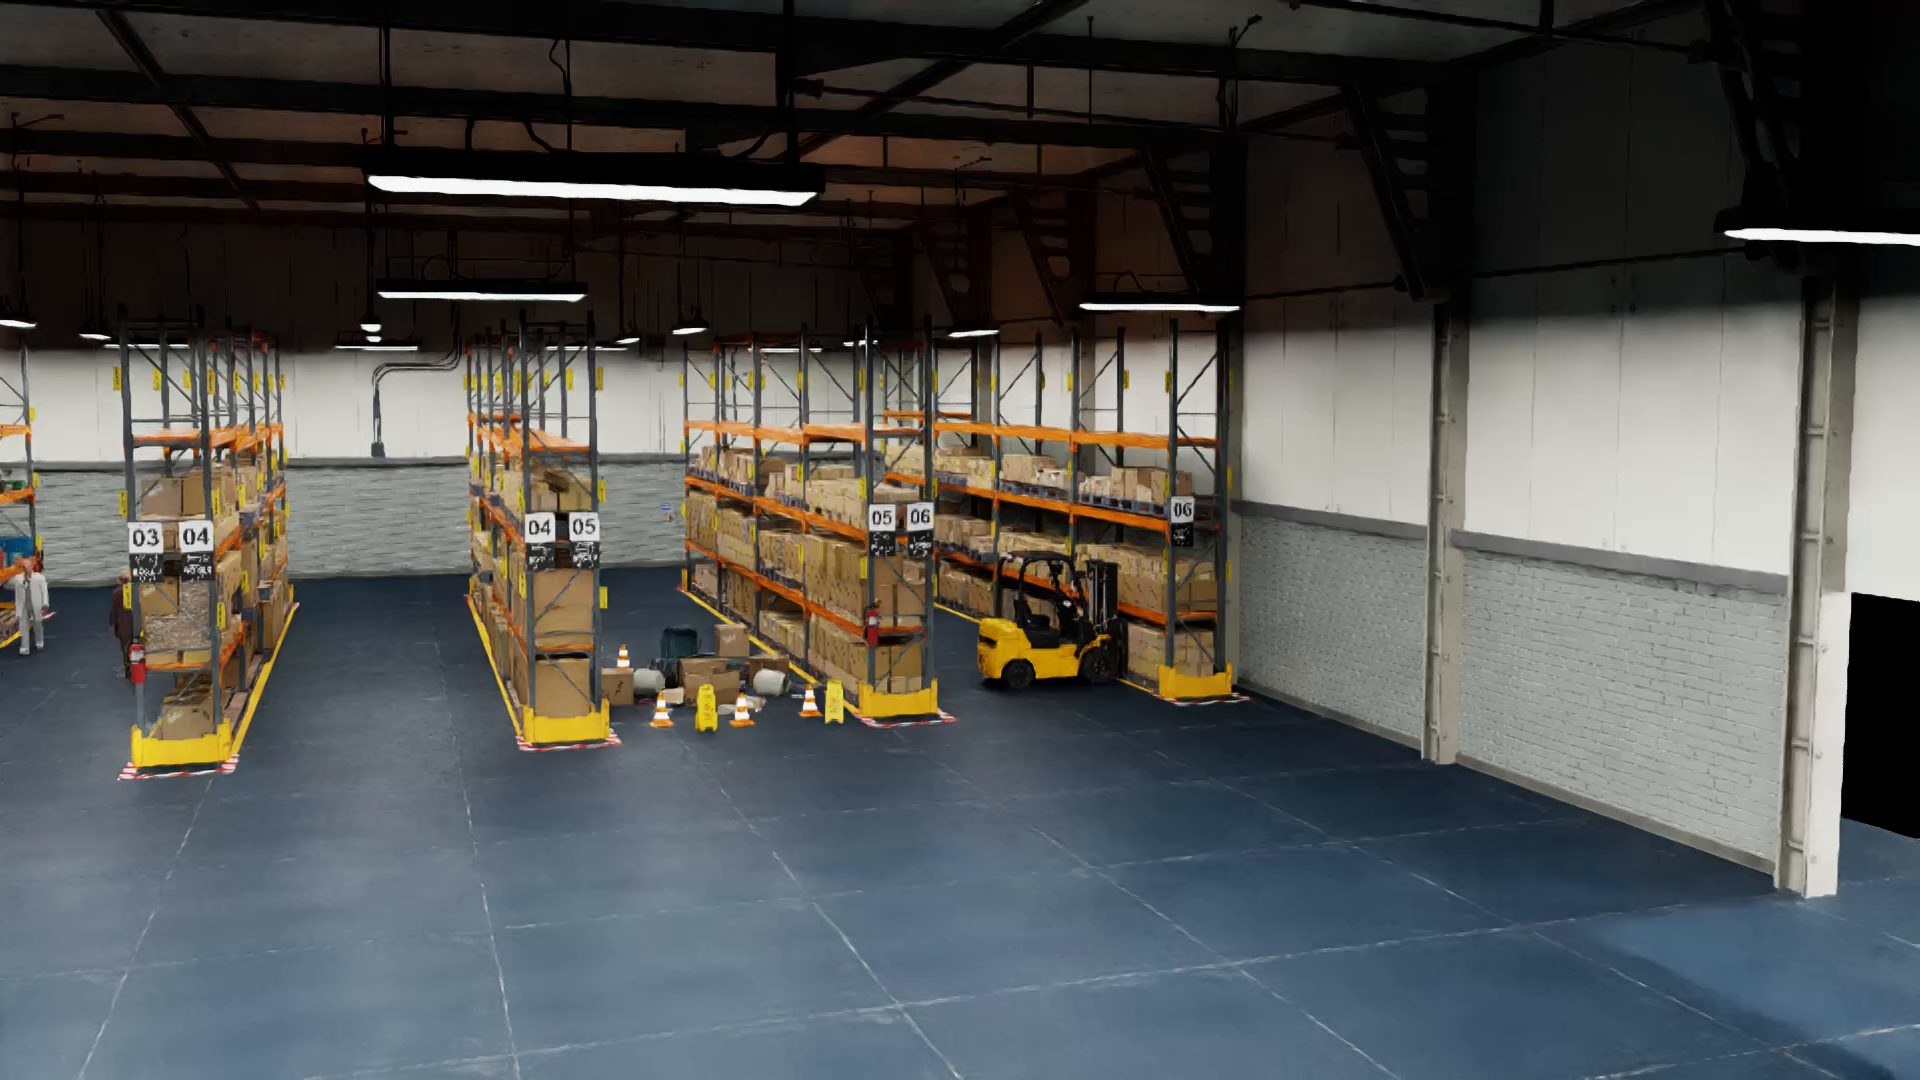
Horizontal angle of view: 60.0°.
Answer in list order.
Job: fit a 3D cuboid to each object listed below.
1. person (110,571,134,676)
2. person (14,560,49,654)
[{"bbox_3d":[-14.283,1.404,28.430,0.636,1.775,0.677,1,6,12],"label":"person"},{"bbox_3d":[-17.190,1.224,30.777,0.603,1.721,1.110,-2,6,-20],"label":"person"}]
